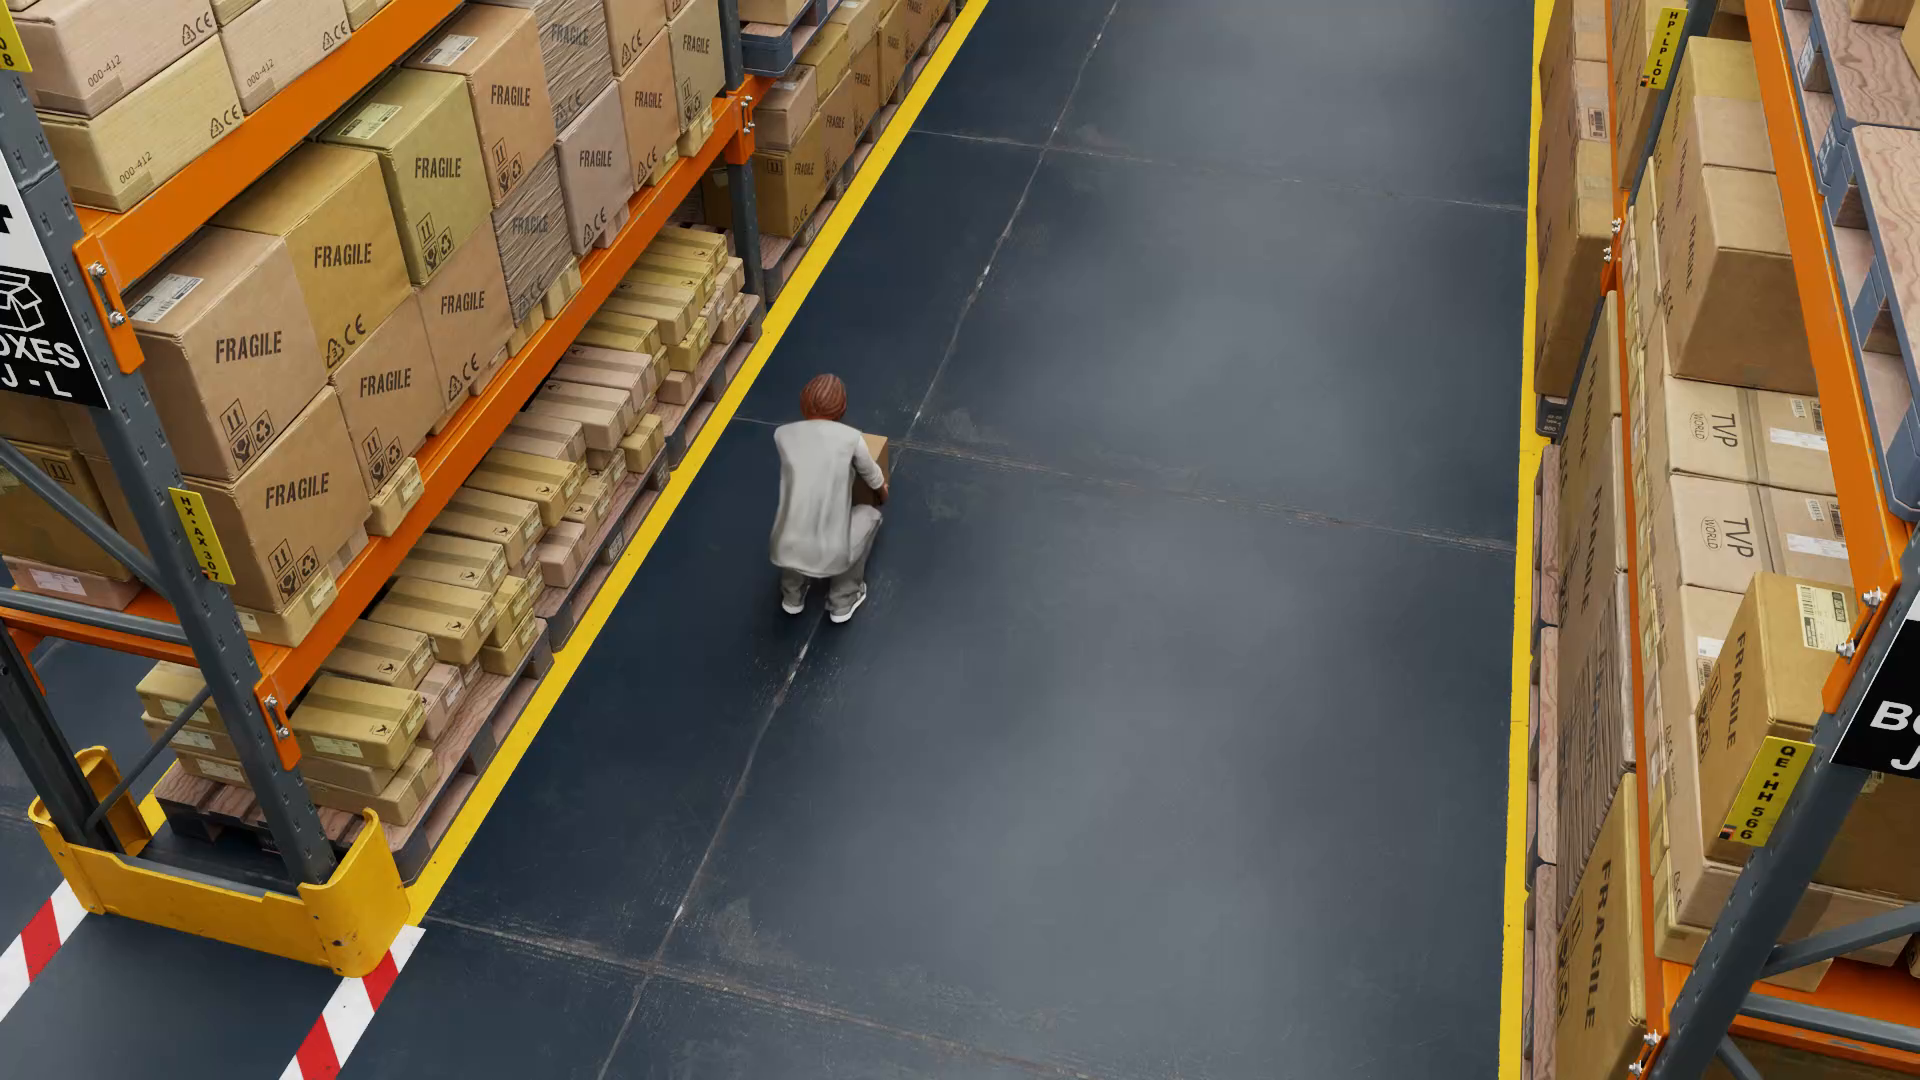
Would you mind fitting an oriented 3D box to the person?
[{"bbox_3d":[-0.554,-0.172,6.887,0.427,0.908,0.828,9,42,10],"label":"person"}]
